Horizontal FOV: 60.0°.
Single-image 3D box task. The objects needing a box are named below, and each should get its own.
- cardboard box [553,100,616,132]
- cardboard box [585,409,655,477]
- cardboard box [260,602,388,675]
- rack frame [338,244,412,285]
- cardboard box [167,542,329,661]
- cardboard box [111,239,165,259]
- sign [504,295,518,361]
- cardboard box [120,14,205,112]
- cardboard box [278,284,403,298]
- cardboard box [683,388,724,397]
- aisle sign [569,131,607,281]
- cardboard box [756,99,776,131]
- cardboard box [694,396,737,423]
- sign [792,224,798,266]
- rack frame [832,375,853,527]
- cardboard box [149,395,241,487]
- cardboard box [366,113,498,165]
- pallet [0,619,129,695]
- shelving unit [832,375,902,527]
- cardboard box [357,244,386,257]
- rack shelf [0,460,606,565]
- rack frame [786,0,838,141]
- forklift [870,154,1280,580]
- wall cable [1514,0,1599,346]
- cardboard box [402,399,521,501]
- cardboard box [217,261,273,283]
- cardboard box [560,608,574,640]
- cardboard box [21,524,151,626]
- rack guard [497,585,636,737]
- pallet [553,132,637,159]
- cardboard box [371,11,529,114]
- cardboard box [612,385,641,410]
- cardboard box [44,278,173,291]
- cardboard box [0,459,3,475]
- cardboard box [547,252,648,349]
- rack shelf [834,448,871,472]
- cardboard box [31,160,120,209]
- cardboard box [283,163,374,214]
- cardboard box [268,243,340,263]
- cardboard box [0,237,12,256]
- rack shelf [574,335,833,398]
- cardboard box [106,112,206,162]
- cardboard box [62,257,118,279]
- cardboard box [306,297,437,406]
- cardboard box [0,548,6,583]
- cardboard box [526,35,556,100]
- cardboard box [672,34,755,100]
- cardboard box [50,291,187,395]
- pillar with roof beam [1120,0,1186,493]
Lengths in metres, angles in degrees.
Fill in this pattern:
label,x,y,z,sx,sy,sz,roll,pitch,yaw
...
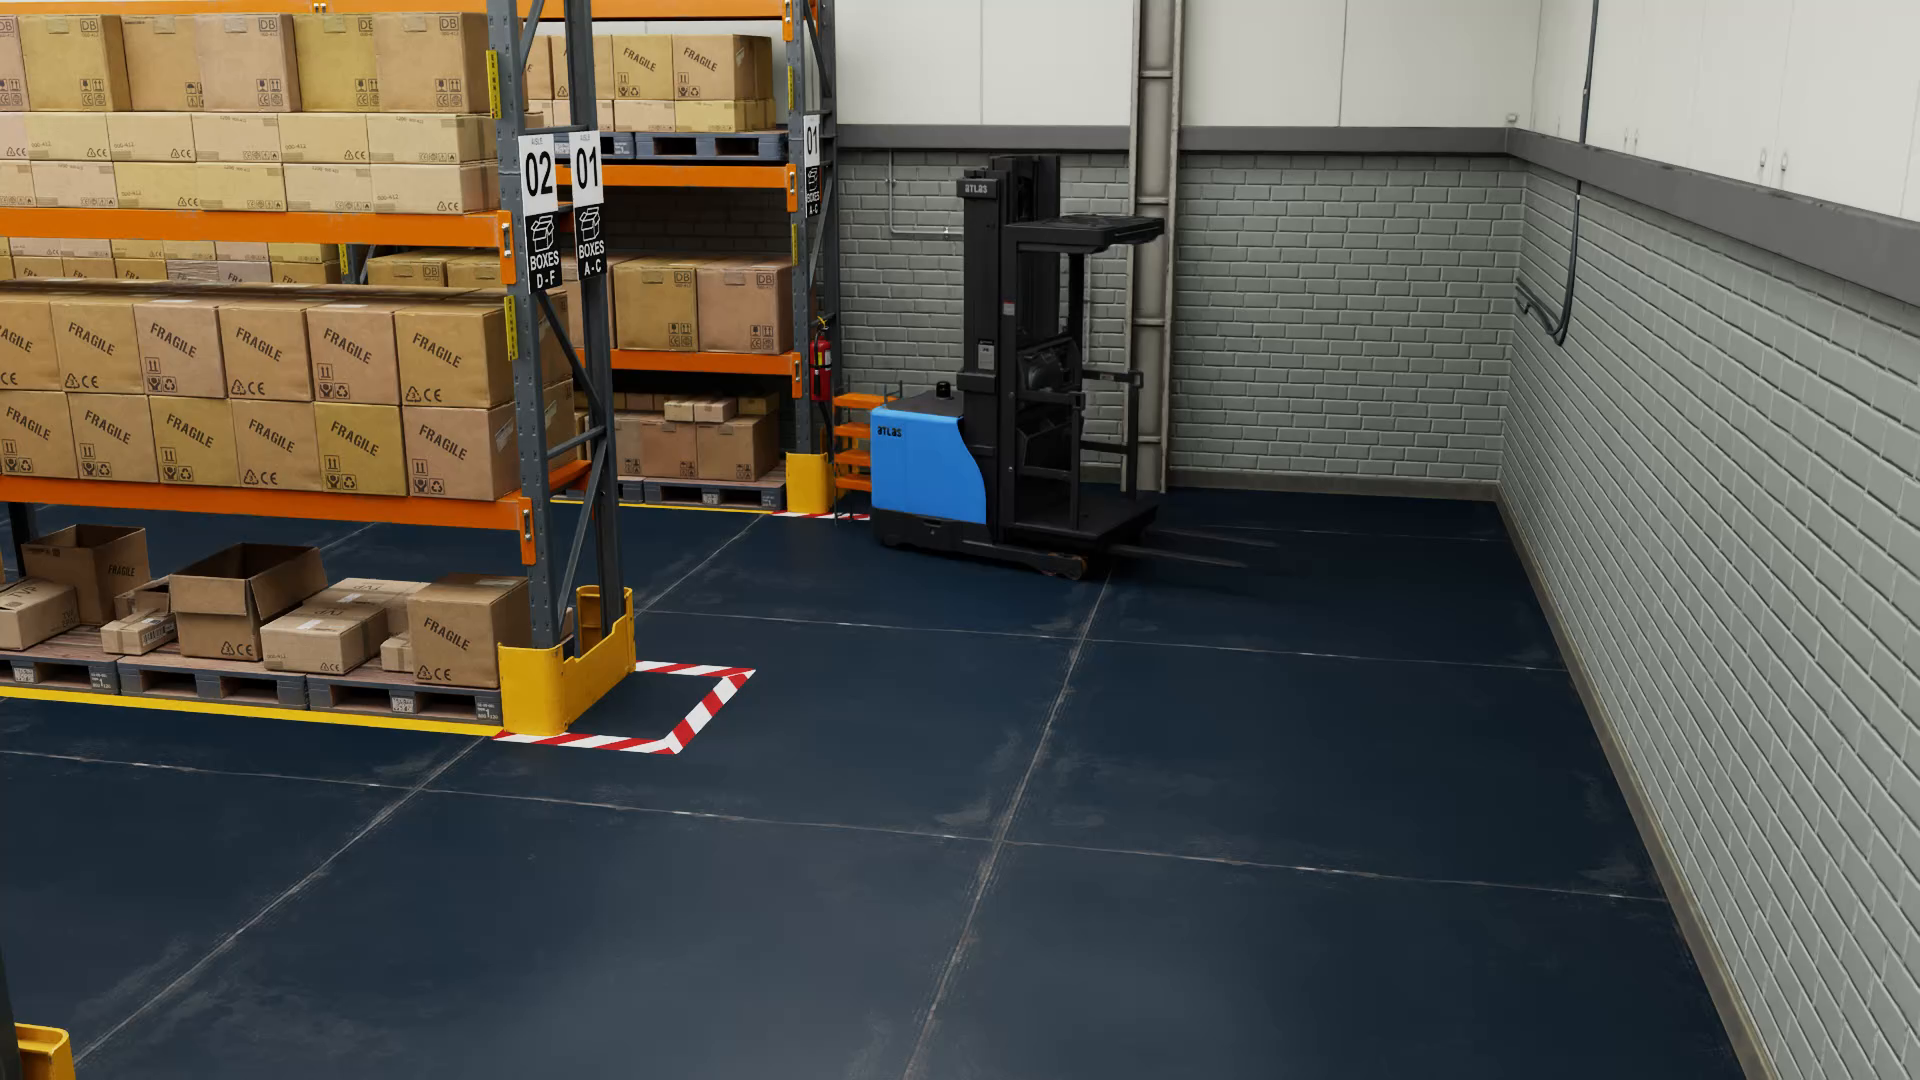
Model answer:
label,x,y,z,sx,sy,sz,roll,pitch,yaw
cardboard box,-2.983,-3.467,13.577,0.500,0.250,0.500,3,16,9
cardboard box,-2.881,-0.882,14.452,0.500,0.500,0.700,3,16,9
cardboard box,-3.682,0.566,9.655,0.500,0.250,0.500,3,16,11
rack frame,-5.111,-2.033,14.711,0.127,3.000,1.000,3,16,11
cardboard box,-4.253,0.353,9.951,0.637,0.503,0.797,3,16,11
cardboard box,-7.119,-2.637,14.706,0.500,0.250,0.500,3,16,10
sign,-2.305,-1.090,8.547,0.005,0.325,0.100,3,16,11
cardboard box,-4.138,-2.621,9.155,0.500,0.500,0.700,3,16,11
cardboard box,-3.560,-1.200,9.645,0.500,0.500,0.500,3,16,12
cardboard box,-2.232,-1.214,14.435,0.250,0.149,0.380,3,16,11
aisle sign,-2.050,-1.850,9.181,0.004,0.787,0.394,3,16,11
cardboard box,-1.858,-3.547,13.865,0.500,0.250,0.500,4,16,14
cardboard box,-2.060,-1.100,14.026,0.250,0.149,0.380,3,16,10
sign,-1.313,-2.351,13.247,0.005,0.325,0.100,3,16,11
rack frame,-0.941,-0.711,13.313,0.015,1.200,0.240,9,18,29
cardboard box,-4.159,-0.606,9.374,0.500,0.500,0.500,3,16,10
cardboard box,-2.729,-2.099,8.675,0.500,0.250,0.500,3,16,11
pallet,-5.422,0.644,10.271,1.213,0.211,1.003,3,16,11
shelving unit,-0.730,-0.679,13.195,0.503,1.200,0.258,9,18,29
cardboard box,-5.510,-2.688,14.889,0.500,0.250,0.500,4,16,13
rack shelf,-4.135,-0.283,9.744,4.000,0.370,1.077,3,16,11
rack frame,-1.192,-4.711,13.142,0.127,3.000,1.000,3,16,11
forklift,0.838,-1.288,12.150,3.031,2.935,1.130,9,18,29
wall cable,4.280,-2.820,12.133,0.112,2.526,3.097,3,16,11
cardboard box,-2.668,-0.525,9.079,0.500,0.500,0.500,4,16,13
cardboard box,-6.116,-2.217,14.594,0.500,0.500,0.500,3,16,12
cardboard box,-2.517,0.526,9.991,0.250,0.149,0.380,3,16,11
cardboard box,-5.480,0.212,10.465,0.500,0.500,0.500,3,16,11
rack guard,-2.250,0.677,9.612,0.348,0.500,1.175,3,16,11
pallet,-3.120,-3.324,13.919,1.213,0.211,1.003,3,16,11
cardboard box,-2.682,-2.522,8.800,0.500,0.500,0.700,3,16,11
cardboard box,-2.978,-1.254,14.580,0.250,0.149,0.380,3,16,12
cardboard box,-5.045,-1.281,9.937,0.500,0.500,0.500,3,16,10
cardboard box,-5.650,-0.686,9.663,0.500,0.500,0.500,4,16,13
cardboard box,-3.154,-2.068,14.275,0.700,0.700,0.980,2,16,8
rack shelf,-0.730,-0.614,13.212,0.480,0.148,0.258,9,18,29
cardboard box,-4.689,-1.965,9.127,0.500,0.250,0.500,3,16,11
cardboard box,-3.219,-1.885,8.839,0.500,0.250,0.500,3,16,11
cardboard box,-5.620,-2.553,14.403,0.500,0.250,0.500,4,16,12
cardboard box,-8.609,-2.715,14.987,0.500,0.250,0.500,3,16,12
rack shelf,-3.152,-1.580,14.423,4.000,0.370,1.077,3,16,11
cardboard box,-4.200,-2.178,8.960,0.500,0.250,0.500,3,16,11
cardboard box,-7.609,-2.297,14.883,0.500,0.500,0.500,3,16,11
cardboard box,-3.161,-1.032,9.039,0.500,0.500,0.500,4,16,13
cardboard box,-6.520,0.167,10.630,0.500,0.500,0.500,2,16,9
cardboard box,-3.479,-3.856,13.577,0.500,0.500,0.500,3,16,11
cardboard box,-1.963,-3.773,13.276,0.500,0.500,0.500,3,16,11
cardboard box,-4.680,-1.113,9.331,0.500,0.500,0.500,3,16,9
pillar with roof beam,0.769,-3.667,9.375,0.400,9.000,9.100,3,16,11
